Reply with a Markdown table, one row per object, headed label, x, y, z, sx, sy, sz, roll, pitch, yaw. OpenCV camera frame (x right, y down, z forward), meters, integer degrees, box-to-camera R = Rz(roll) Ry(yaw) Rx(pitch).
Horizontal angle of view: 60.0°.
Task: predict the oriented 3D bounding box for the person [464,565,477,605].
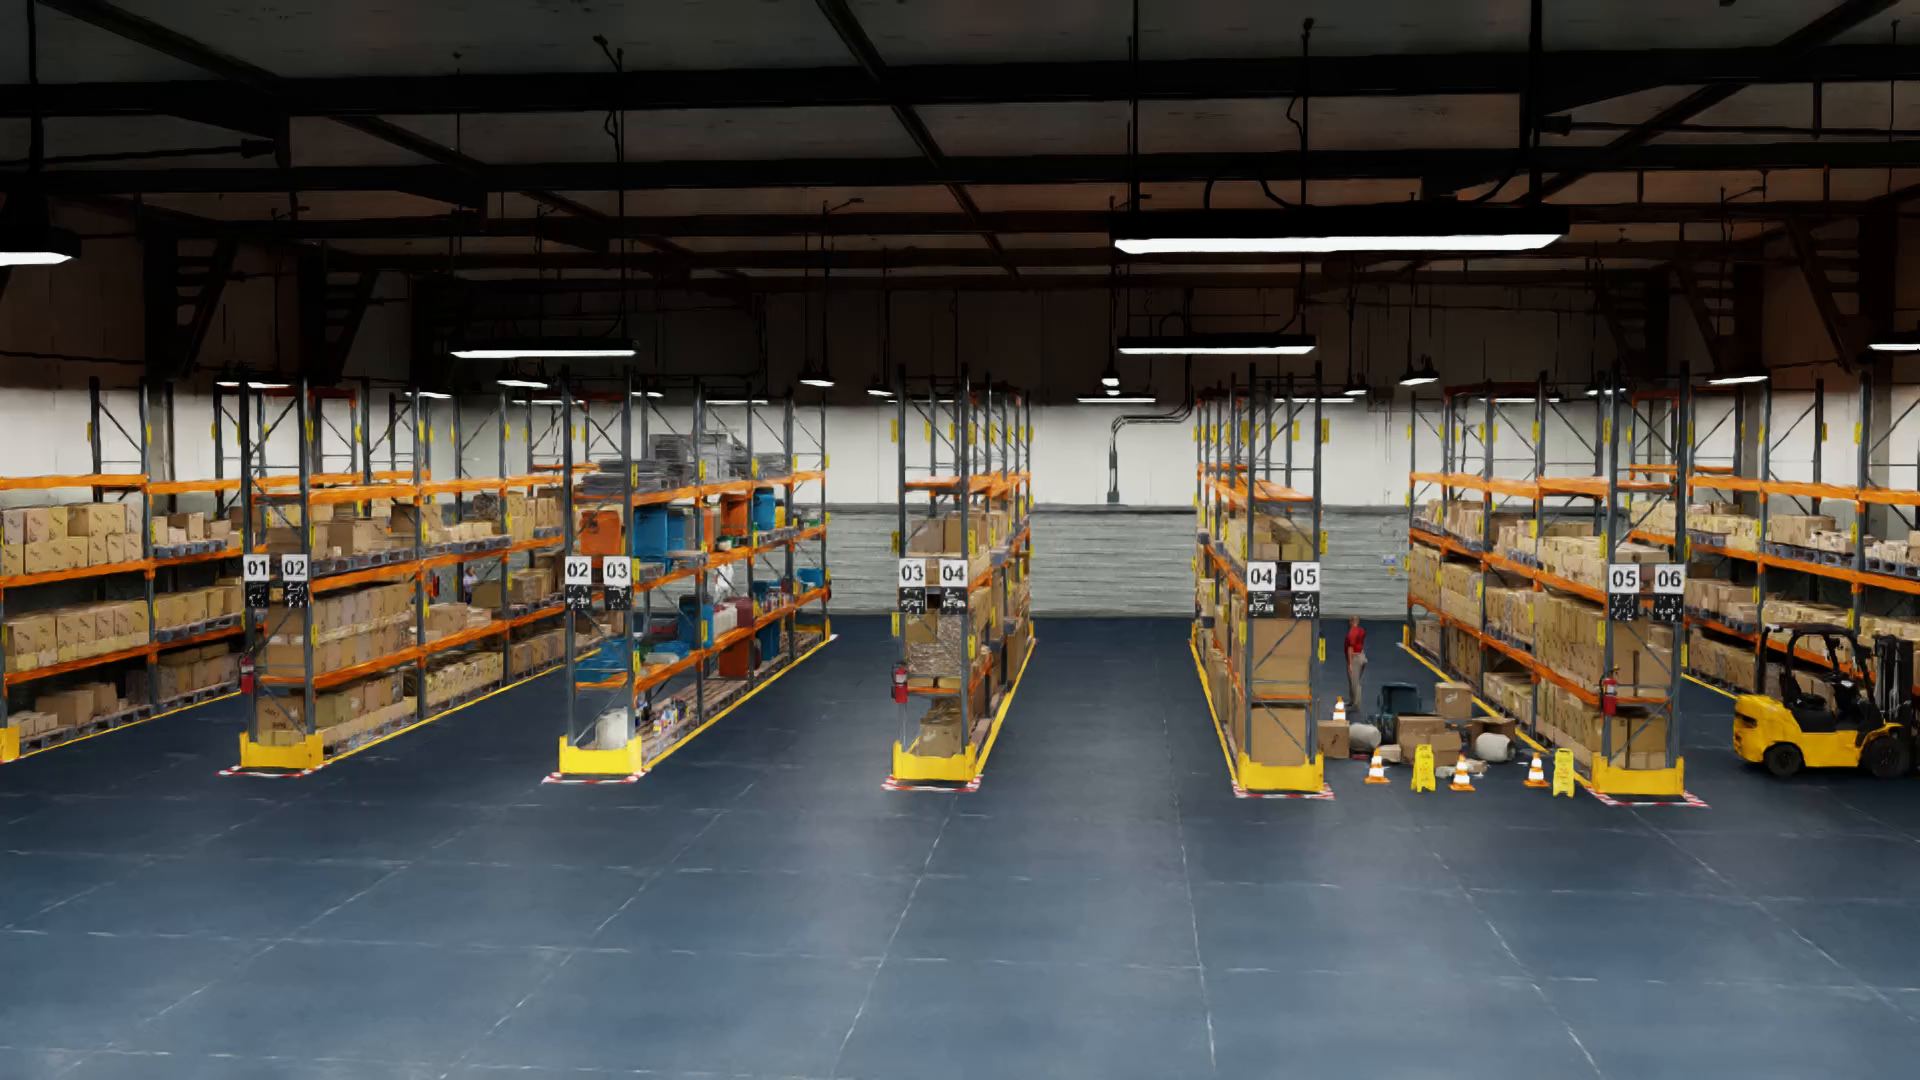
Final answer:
| label | x | y | z | sx | sy | sz | roll | pitch | yaw |
| --- | --- | --- | --- | --- | --- | --- | --- | --- | --- |
| person | -12.439 | 1.461 | 42.362 | 0.529 | 1.631 | 0.721 | 3 | 5 | 39 |

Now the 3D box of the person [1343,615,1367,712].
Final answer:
| label | x | y | z | sx | sy | sz | roll | pitch | yaw |
| --- | --- | --- | --- | --- | --- | --- | --- | --- | --- |
| person | 7.060 | 2.245 | 29.975 | 0.495 | 1.650 | 0.588 | 3 | 5 | 36 |

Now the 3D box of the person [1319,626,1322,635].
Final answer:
| label | x | y | z | sx | sy | sz | roll | pitch | yaw |
| --- | --- | --- | --- | --- | --- | --- | --- | --- | --- |
| person | 8.692 | 1.504 | 41.331 | 0.538 | 1.715 | 0.629 | -1 | 4 | -21 |

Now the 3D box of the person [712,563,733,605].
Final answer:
| label | x | y | z | sx | sy | sz | roll | pitch | yaw |
| --- | --- | --- | --- | --- | --- | --- | --- | --- | --- |
| person | -6.472 | 1.241 | 44.856 | 0.742 | 1.774 | 0.514 | -3 | 5 | -37 |
